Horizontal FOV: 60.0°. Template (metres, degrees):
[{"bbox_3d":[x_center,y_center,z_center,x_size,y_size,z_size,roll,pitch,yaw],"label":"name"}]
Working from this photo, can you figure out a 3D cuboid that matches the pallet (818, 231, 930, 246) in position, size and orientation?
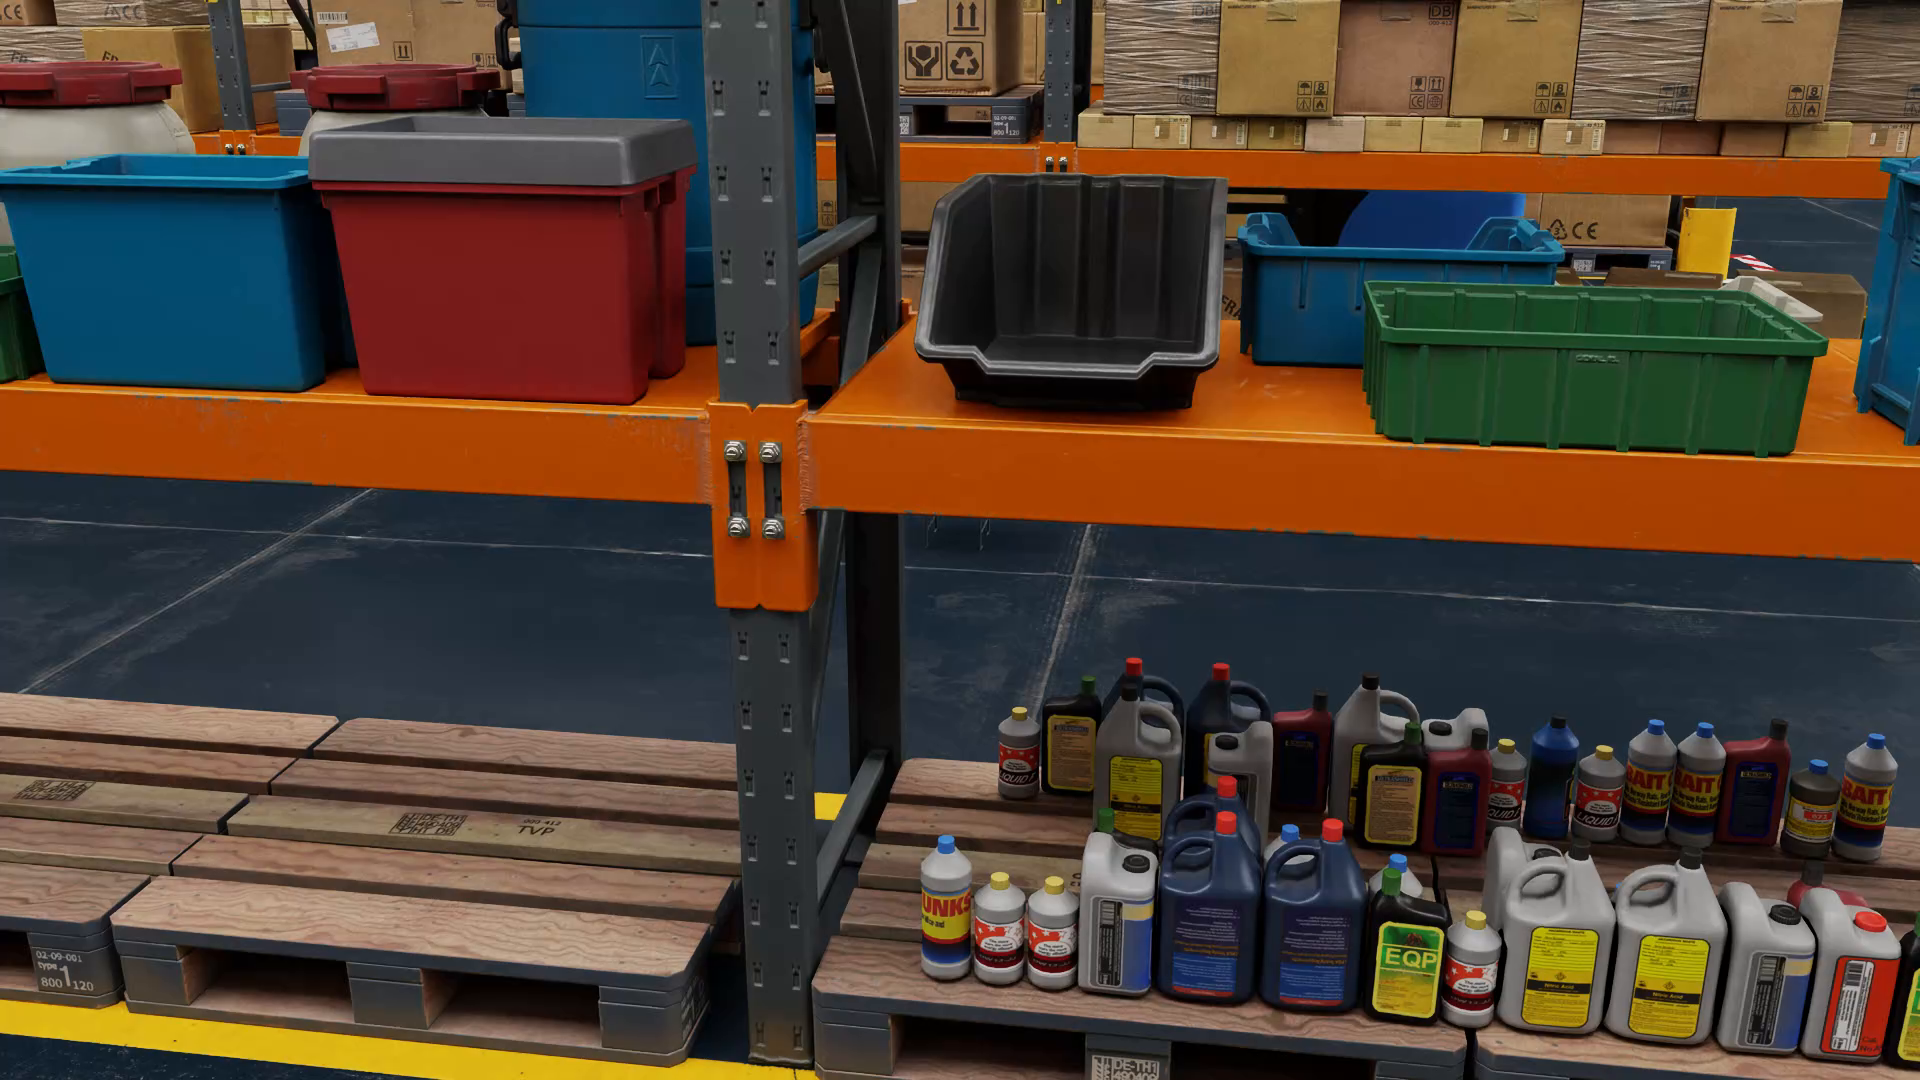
[{"bbox_3d":[-0.580,-2.408,13.167,1.213,0.211,1.003,3,19,9],"label":"pallet"}]

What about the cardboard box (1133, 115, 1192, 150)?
[{"bbox_3d":[0.924,-1.865,7.545,0.250,0.149,0.380,3,19,9],"label":"cardboard box"}]

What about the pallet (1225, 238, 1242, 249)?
[{"bbox_3d":[2.140,-2.269,12.753,1.213,0.211,1.003,3,19,9],"label":"pallet"}]

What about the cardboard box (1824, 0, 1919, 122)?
[{"bbox_3d":[3.926,-2.129,7.313,0.500,0.500,0.875,3,19,9],"label":"cardboard box"}]

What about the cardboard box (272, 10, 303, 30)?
[{"bbox_3d":[-5.147,-4.063,12.985,0.250,0.149,0.380,4,19,11],"label":"cardboard box"}]

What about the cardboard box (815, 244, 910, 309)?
[{"bbox_3d":[-0.556,-1.196,8.398,0.500,0.500,0.700,3,19,8],"label":"cardboard box"}]

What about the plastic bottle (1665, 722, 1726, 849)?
[{"bbox_3d":[1.600,0.526,3.609,0.097,0.271,0.097,0,18,0],"label":"plastic bottle"}]

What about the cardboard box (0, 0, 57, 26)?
[{"bbox_3d":[-4.797,-2.906,8.521,0.637,0.503,0.797,3,19,10],"label":"cardboard box"}]

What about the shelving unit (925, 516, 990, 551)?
[{"bbox_3d":[-0.008,-0.427,6.162,0.210,0.900,0.258,3,19,9],"label":"shelving unit"}]

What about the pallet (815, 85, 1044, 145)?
[{"bbox_3d":[-0.217,-2.099,8.151,1.213,0.211,1.003,3,19,9],"label":"pallet"}]

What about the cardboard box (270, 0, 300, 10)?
[{"bbox_3d":[-5.154,-4.203,12.935,0.250,0.149,0.380,3,19,8],"label":"cardboard box"}]

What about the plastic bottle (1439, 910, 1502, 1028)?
[{"bbox_3d":[0.923,0.766,3.003,0.097,0.201,0.097,0,18,0],"label":"plastic bottle"}]

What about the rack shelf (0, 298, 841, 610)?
[{"bbox_3d":[-2.245,-0.313,3.646,4.000,0.370,1.077,3,19,9],"label":"rack shelf"}]

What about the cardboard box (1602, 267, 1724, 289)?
[{"bbox_3d":[3.255,-0.974,7.765,0.500,0.500,0.500,8,20,23],"label":"cardboard box"}]

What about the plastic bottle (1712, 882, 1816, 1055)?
[{"bbox_3d":[1.414,0.747,2.942,0.135,0.276,0.152,2,19,7],"label":"plastic bottle"}]

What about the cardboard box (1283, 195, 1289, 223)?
[{"bbox_3d":[2.902,-2.748,12.476,0.875,0.875,0.875,3,19,9],"label":"cardboard box"}]

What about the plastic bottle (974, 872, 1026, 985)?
[{"bbox_3d":[0.075,0.723,3.132,0.097,0.201,0.097,0,18,0],"label":"plastic bottle"}]

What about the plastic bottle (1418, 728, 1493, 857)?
[{"bbox_3d":[1.063,0.536,3.560,0.133,0.283,0.061,3,19,9],"label":"plastic bottle"}]

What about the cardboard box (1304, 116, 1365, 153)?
[{"bbox_3d":[1.664,-1.826,7.429,0.250,0.149,0.380,3,19,9],"label":"cardboard box"}]

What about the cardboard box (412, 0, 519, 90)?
[{"bbox_3d":[-2.328,-2.542,8.354,0.500,0.500,0.700,6,19,17],"label":"cardboard box"}]

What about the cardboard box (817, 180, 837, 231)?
[{"bbox_3d":[-1.097,-2.886,13.086,0.750,0.750,1.050,3,19,9],"label":"cardboard box"}]

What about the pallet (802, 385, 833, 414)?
[{"bbox_3d":[-0.254,-0.822,8.427,1.213,0.211,1.003,3,19,9],"label":"pallet"}]

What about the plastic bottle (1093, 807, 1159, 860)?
[{"bbox_3d":[0.314,0.653,3.211,0.133,0.283,0.061,3,19,9],"label":"plastic bottle"}]

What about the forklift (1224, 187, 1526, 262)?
[{"bbox_3d":[1.833,-2.770,9.963,3.031,2.935,1.130,3,19,9],"label":"forklift"}]

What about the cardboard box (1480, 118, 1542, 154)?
[{"bbox_3d":[2.417,-1.812,7.387,0.250,0.149,0.380,3,19,9],"label":"cardboard box"}]

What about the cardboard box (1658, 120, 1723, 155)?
[{"bbox_3d":[3.164,-1.787,7.313,0.250,0.149,0.380,3,19,9],"label":"cardboard box"}]

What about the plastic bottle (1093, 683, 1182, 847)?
[{"bbox_3d":[0.388,0.481,3.620,0.185,0.351,0.144,3,19,9],"label":"plastic bottle"}]

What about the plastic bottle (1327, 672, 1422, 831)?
[{"bbox_3d":[0.919,0.462,3.677,0.185,0.351,0.144,3,19,8],"label":"plastic bottle"}]

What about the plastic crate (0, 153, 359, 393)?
[{"bbox_3d":[-1.409,-0.504,3.109,0.575,0.384,0.392,3,19,9],"label":"plastic crate"}]

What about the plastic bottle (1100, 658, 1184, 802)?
[{"bbox_3d":[0.411,0.436,3.755,0.185,0.351,0.144,2,19,7],"label":"plastic bottle"}]

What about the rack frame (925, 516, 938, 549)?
[{"bbox_3d":[-0.108,-0.432,6.177,0.006,0.900,0.240,3,19,9],"label":"rack frame"}]

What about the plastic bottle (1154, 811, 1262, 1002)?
[{"bbox_3d":[0.460,0.664,3.072,0.185,0.351,0.144,3,19,10],"label":"plastic bottle"}]

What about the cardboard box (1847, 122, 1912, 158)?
[{"bbox_3d":[3.903,-1.748,7.195,0.250,0.149,0.380,3,19,9],"label":"cardboard box"}]

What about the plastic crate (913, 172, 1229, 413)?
[{"bbox_3d":[0.226,-0.458,3.043,0.504,0.338,0.767,3,19,9],"label":"plastic crate"}]

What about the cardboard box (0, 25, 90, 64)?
[{"bbox_3d":[-4.452,-2.329,8.377,0.500,0.500,0.500,3,19,8],"label":"cardboard box"}]

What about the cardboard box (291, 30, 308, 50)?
[{"bbox_3d":[-5.161,-3.922,13.030,0.250,0.149,0.380,2,19,6],"label":"cardboard box"}]

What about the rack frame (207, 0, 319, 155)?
[{"bbox_3d":[-3.435,-2.307,8.471,0.127,3.000,1.000,3,19,9],"label":"rack frame"}]

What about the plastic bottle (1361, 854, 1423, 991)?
[{"bbox_3d":[0.798,0.707,3.069,0.097,0.271,0.097,0,18,0],"label":"plastic bottle"}]

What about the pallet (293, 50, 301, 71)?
[{"bbox_3d":[-5.766,-3.882,13.480,1.213,0.211,1.003,3,19,9],"label":"pallet"}]

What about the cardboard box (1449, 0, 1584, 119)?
[{"bbox_3d":[2.434,-2.184,7.477,0.500,0.500,0.875,3,19,9],"label":"cardboard box"}]

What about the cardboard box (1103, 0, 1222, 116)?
[{"bbox_3d":[0.949,-2.252,7.680,0.500,0.500,0.875,3,19,9],"label":"cardboard box"}]

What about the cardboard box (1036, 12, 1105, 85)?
[{"bbox_3d":[0.844,-3.644,12.310,0.500,0.500,0.500,3,19,8],"label":"cardboard box"}]

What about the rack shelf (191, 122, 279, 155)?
[{"bbox_3d":[-5.409,-2.066,8.886,4.000,0.370,1.077,3,19,9],"label":"rack shelf"}]

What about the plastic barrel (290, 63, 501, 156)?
[{"bbox_3d":[-1.181,-0.735,3.559,0.433,0.535,0.433,0,18,0],"label":"plastic barrel"}]

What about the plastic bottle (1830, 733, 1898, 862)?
[{"bbox_3d":[1.938,0.544,3.557,0.097,0.271,0.097,0,18,0],"label":"plastic bottle"}]

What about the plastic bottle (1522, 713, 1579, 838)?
[{"bbox_3d":[1.301,0.511,3.654,0.097,0.271,0.097,0,18,0],"label":"plastic bottle"}]

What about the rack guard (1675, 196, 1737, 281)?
[{"bbox_3d":[5.374,-2.267,12.289,0.348,0.500,1.175,3,19,9],"label":"rack guard"}]

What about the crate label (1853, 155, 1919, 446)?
[{"bbox_3d":[1.818,-0.377,2.648,0.616,0.435,0.502,3,19,9],"label":"crate label"}]
